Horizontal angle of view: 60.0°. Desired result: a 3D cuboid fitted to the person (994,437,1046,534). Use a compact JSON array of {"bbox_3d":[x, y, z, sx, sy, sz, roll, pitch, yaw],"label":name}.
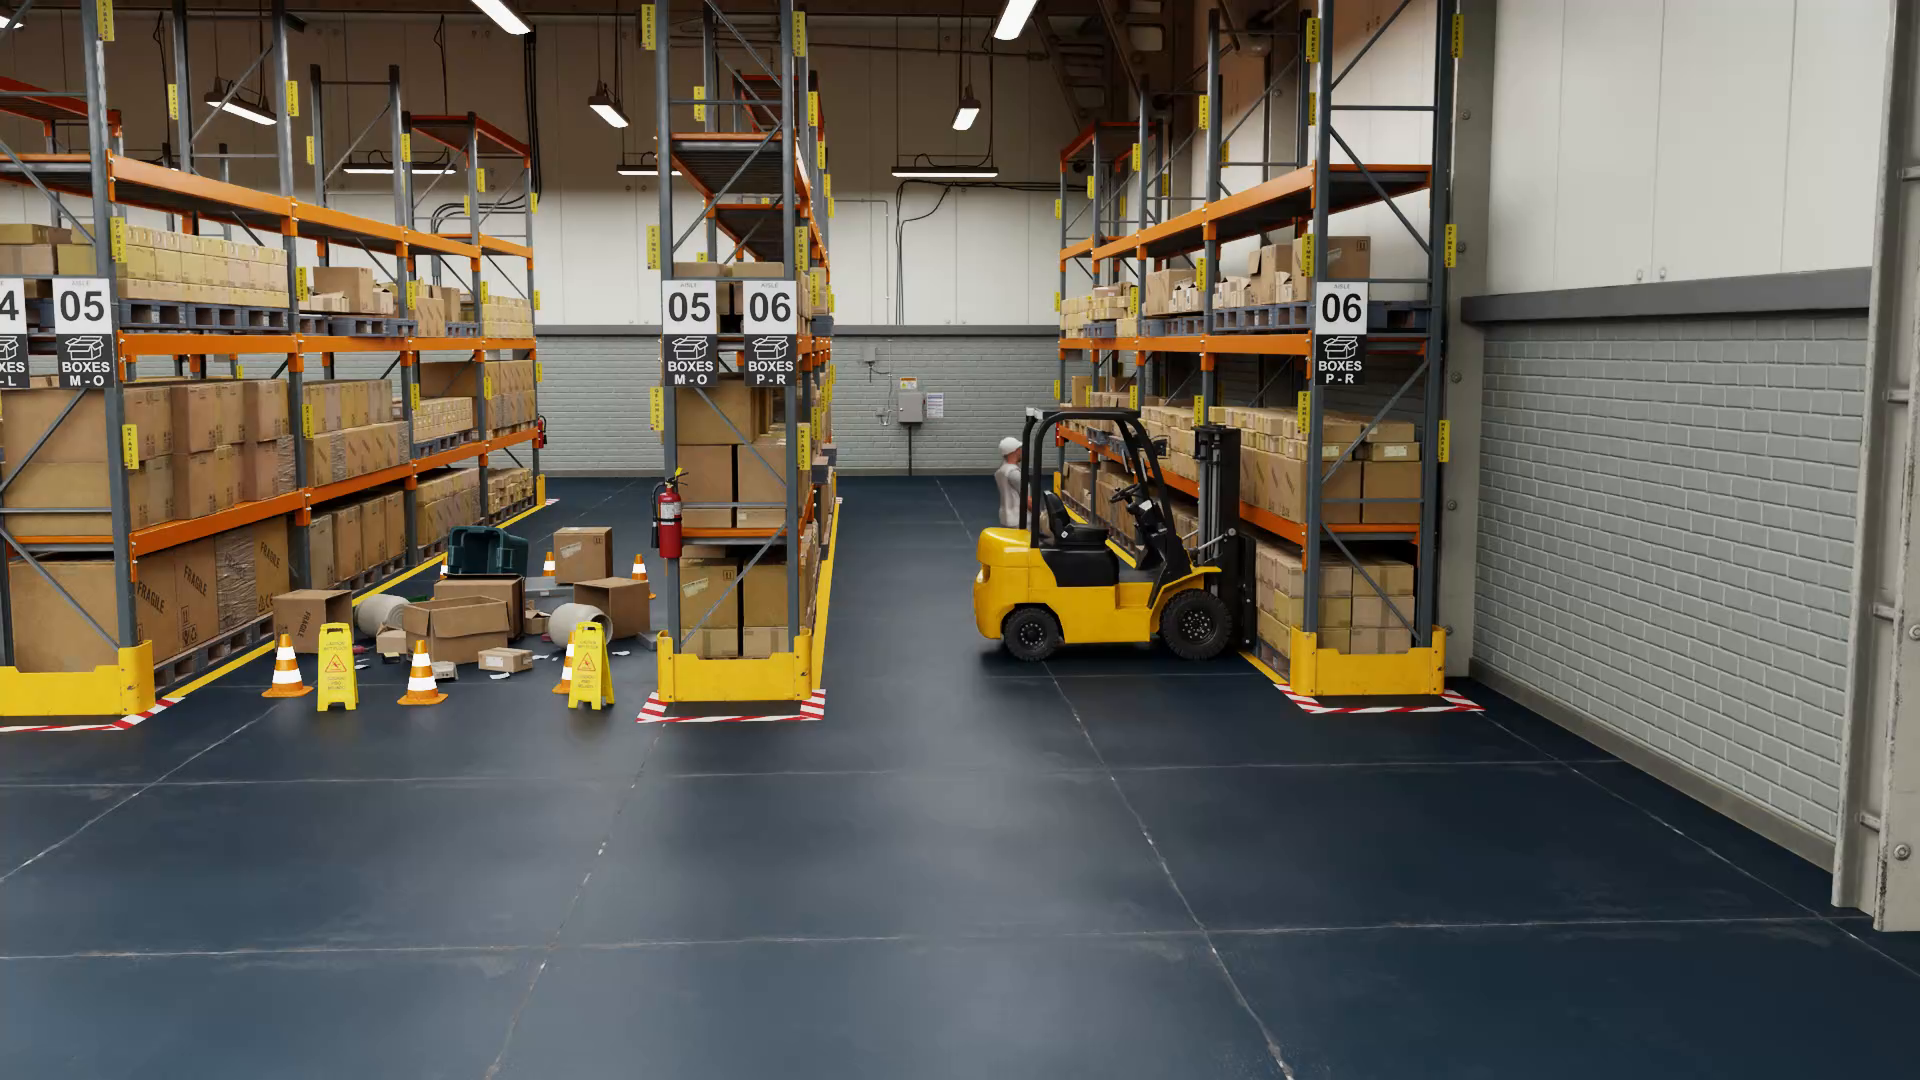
[{"bbox_3d":[0.637,-0.145,16.805,0.514,1.794,0.560,-2,7,-20],"label":"person"}]
